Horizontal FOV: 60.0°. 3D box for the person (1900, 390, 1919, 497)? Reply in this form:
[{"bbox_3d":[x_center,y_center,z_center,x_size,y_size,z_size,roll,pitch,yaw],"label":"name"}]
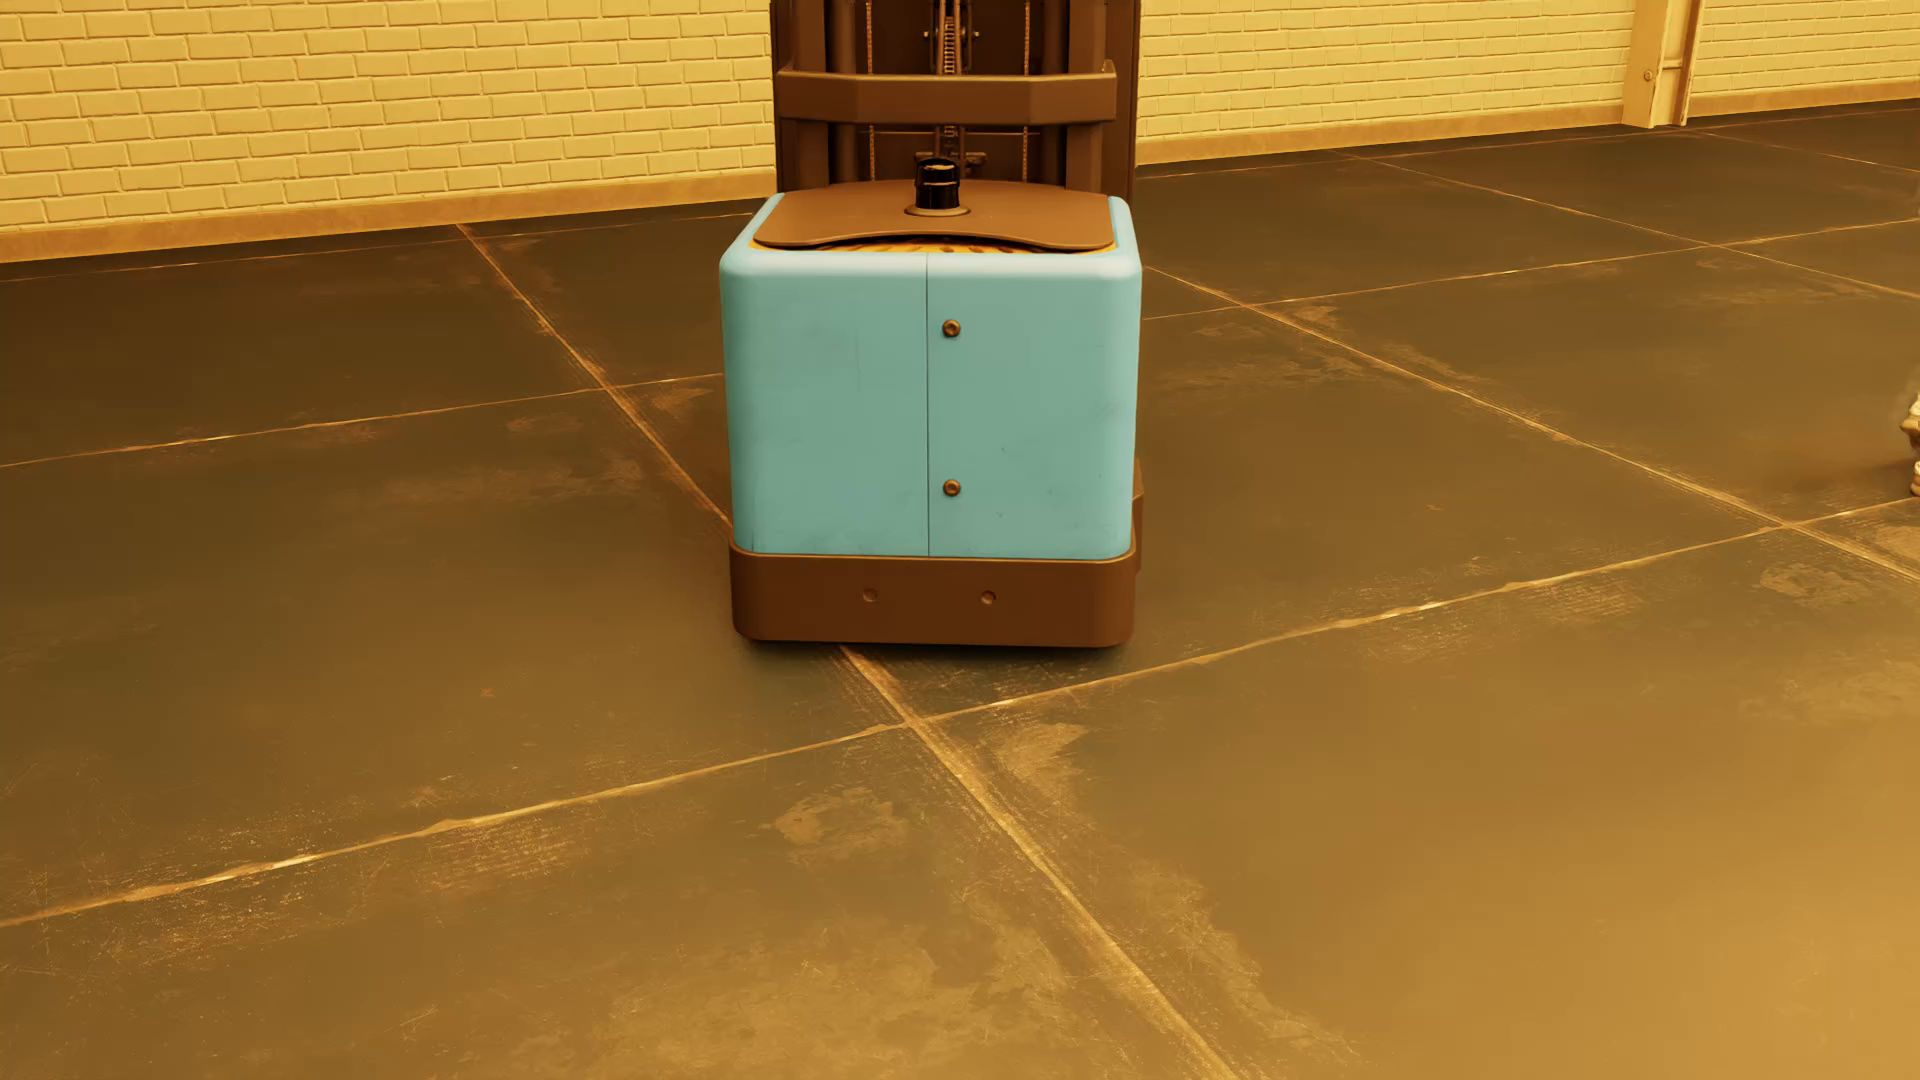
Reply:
[{"bbox_3d":[3.348,-0.996,5.220,0.474,1.780,0.673,-3,23,-7],"label":"person"}]

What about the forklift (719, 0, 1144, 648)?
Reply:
[{"bbox_3d":[-0.001,-1.599,5.134,1.130,2.935,3.031,1,23,3],"label":"forklift"}]
